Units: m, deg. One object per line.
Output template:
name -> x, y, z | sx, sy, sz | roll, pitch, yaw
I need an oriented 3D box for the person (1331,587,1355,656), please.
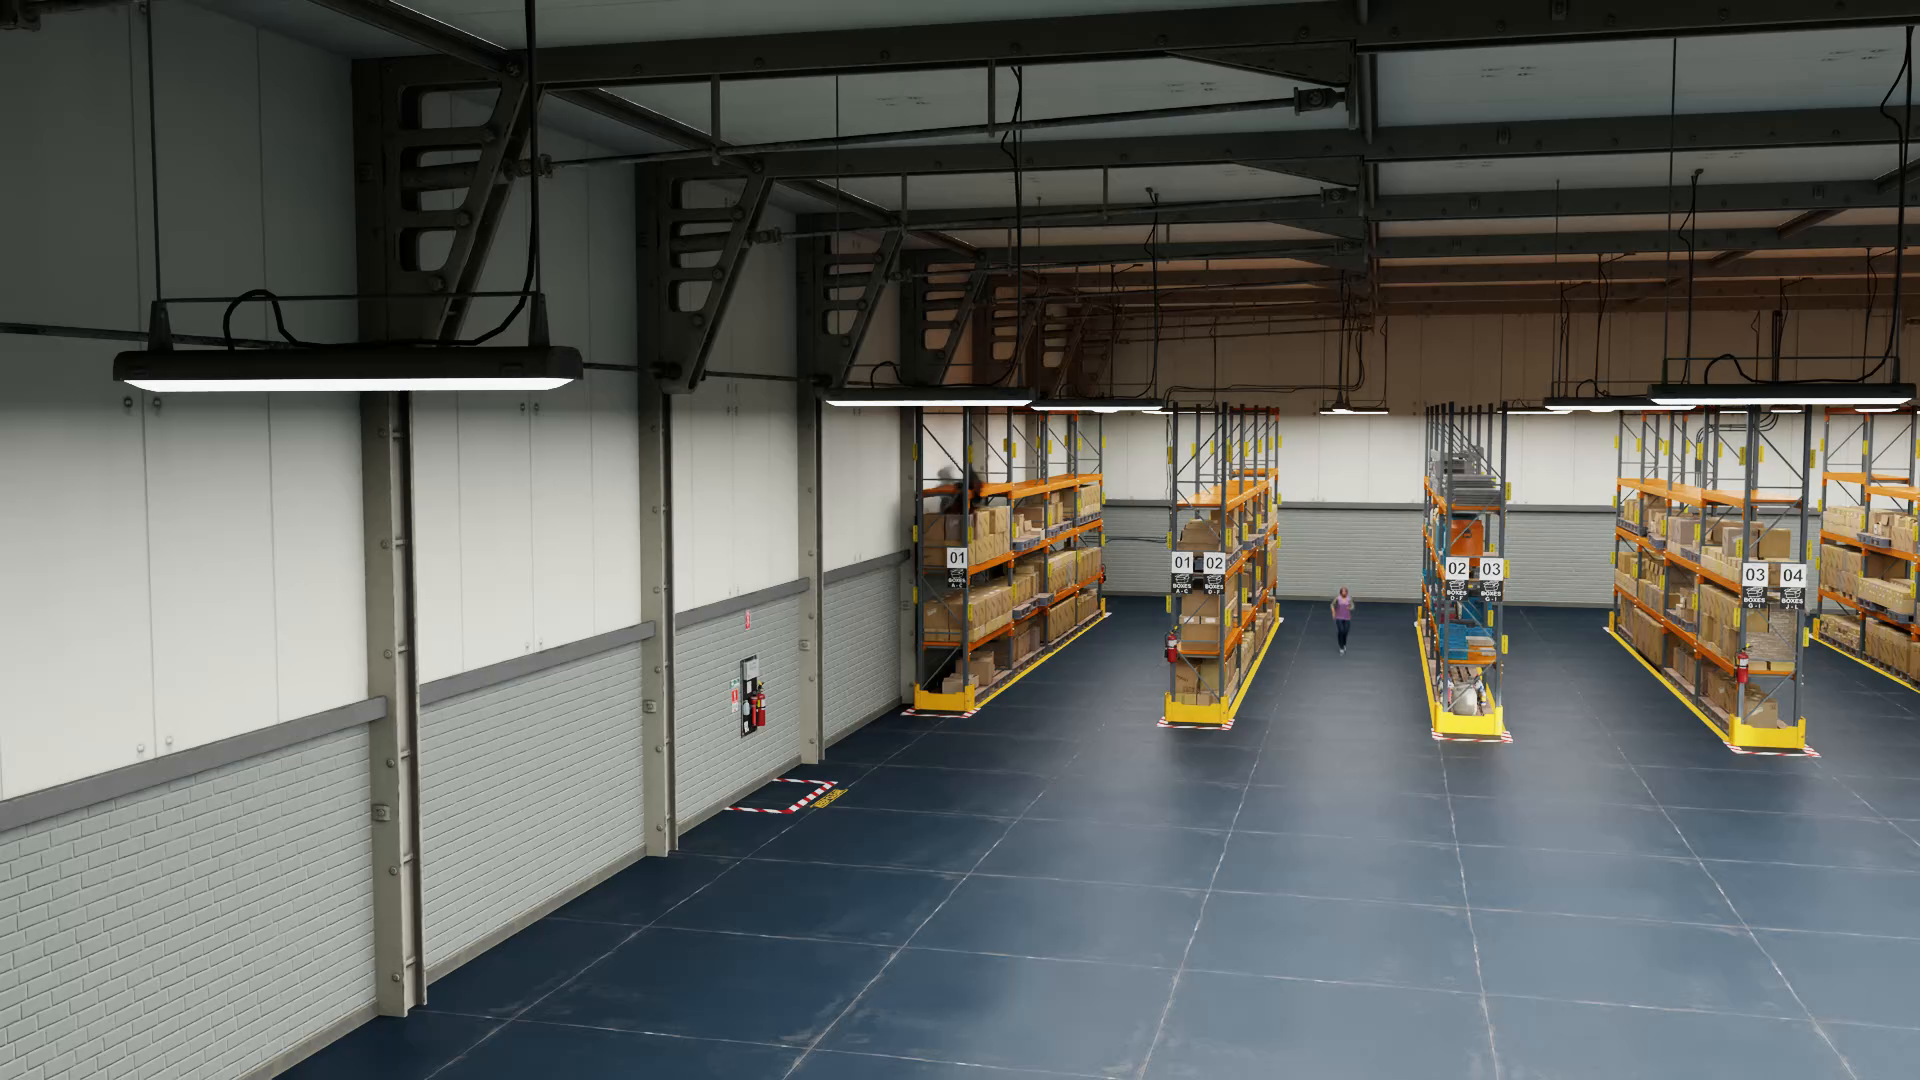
person -> 9.263, 1.940, 40.211 | 0.517, 1.630, 0.784 | 0, 4, 1

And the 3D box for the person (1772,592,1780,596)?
person -> 20.880, 1.676, 43.145 | 0.621, 1.688, 0.768 | -4, 6, -44

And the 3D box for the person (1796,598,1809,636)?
person -> 20.329, 1.928, 40.425 | 0.576, 1.663, 0.819 | 1, 4, 16
